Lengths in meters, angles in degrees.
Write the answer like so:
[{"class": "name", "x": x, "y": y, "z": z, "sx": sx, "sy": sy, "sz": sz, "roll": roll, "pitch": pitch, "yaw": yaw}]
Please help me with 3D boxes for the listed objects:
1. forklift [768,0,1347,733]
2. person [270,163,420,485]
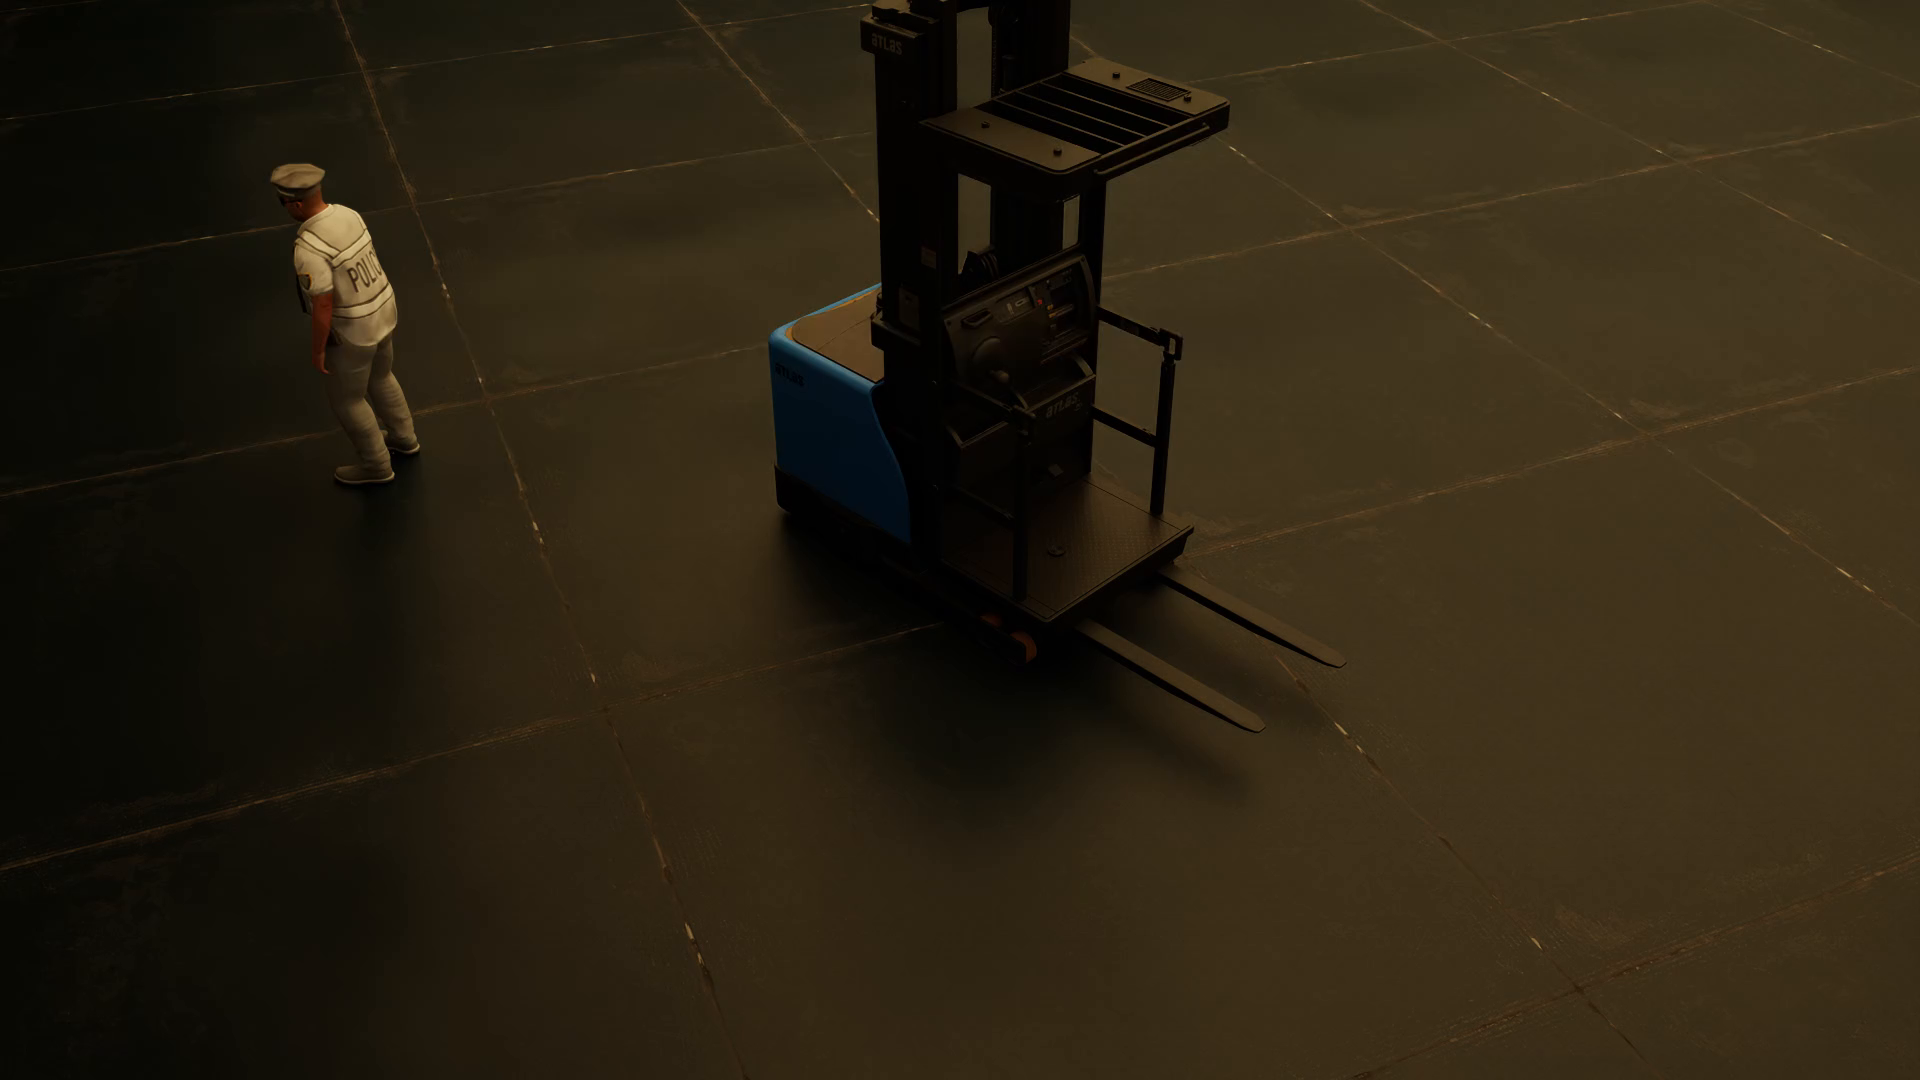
[{"class": "forklift", "x": 0.432, "y": -0.946, "z": 7.429, "sx": 3.031, "sy": 2.935, "sz": 1.130, "roll": 30, "pitch": 45, "yaw": 35}, {"class": "person", "x": -3.176, "y": -1.113, "z": 8.682, "sx": 0.433, "sy": 1.748, "sz": 0.595, "roll": 7, "pitch": 36, "yaw": 10}]
